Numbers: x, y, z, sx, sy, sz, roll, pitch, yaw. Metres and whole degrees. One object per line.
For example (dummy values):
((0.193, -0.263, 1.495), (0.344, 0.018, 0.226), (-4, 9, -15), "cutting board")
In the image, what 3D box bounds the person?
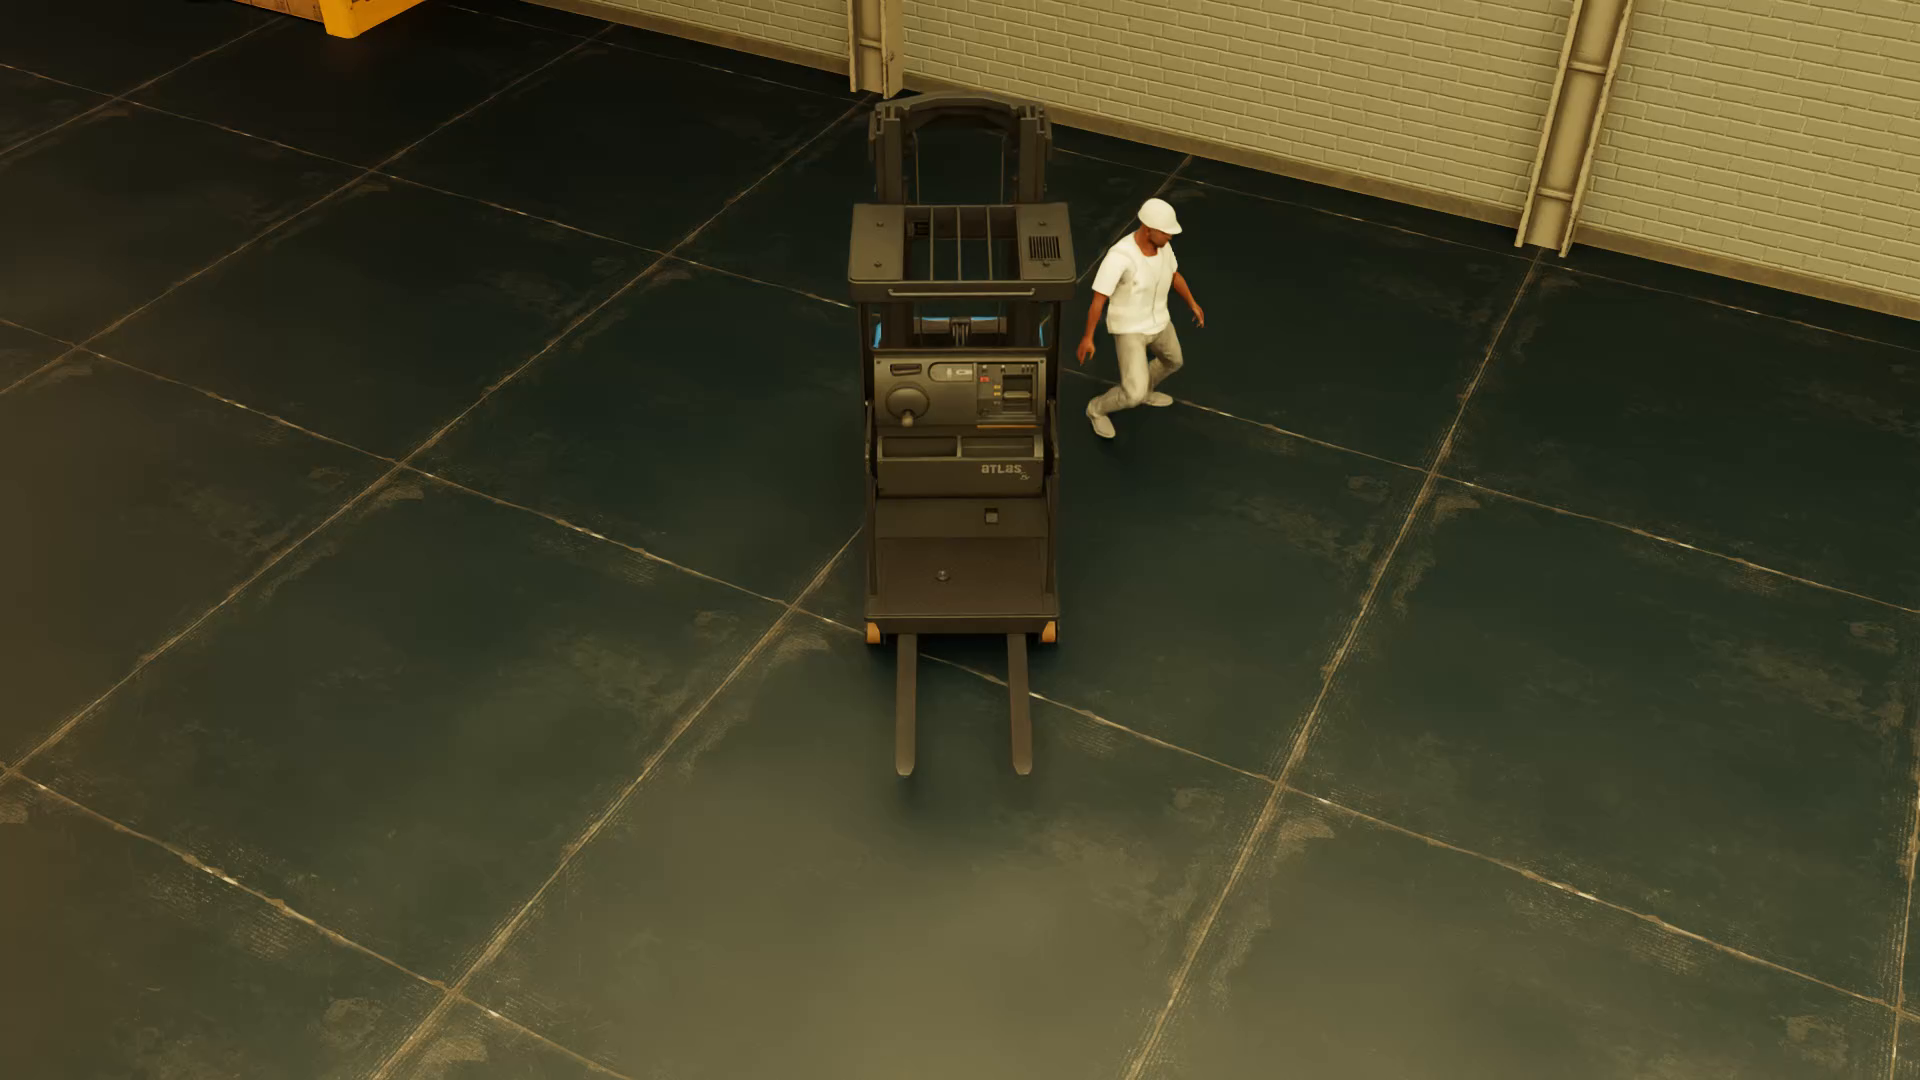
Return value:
((1.169, -1.393, 10.639), (0.968, 1.661, 0.538), (-28, 48, -29), "person")

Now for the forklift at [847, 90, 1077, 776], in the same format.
((0.006, -0.728, 8.851), (1.130, 2.935, 3.031), (0, 40, 0), "forklift")
